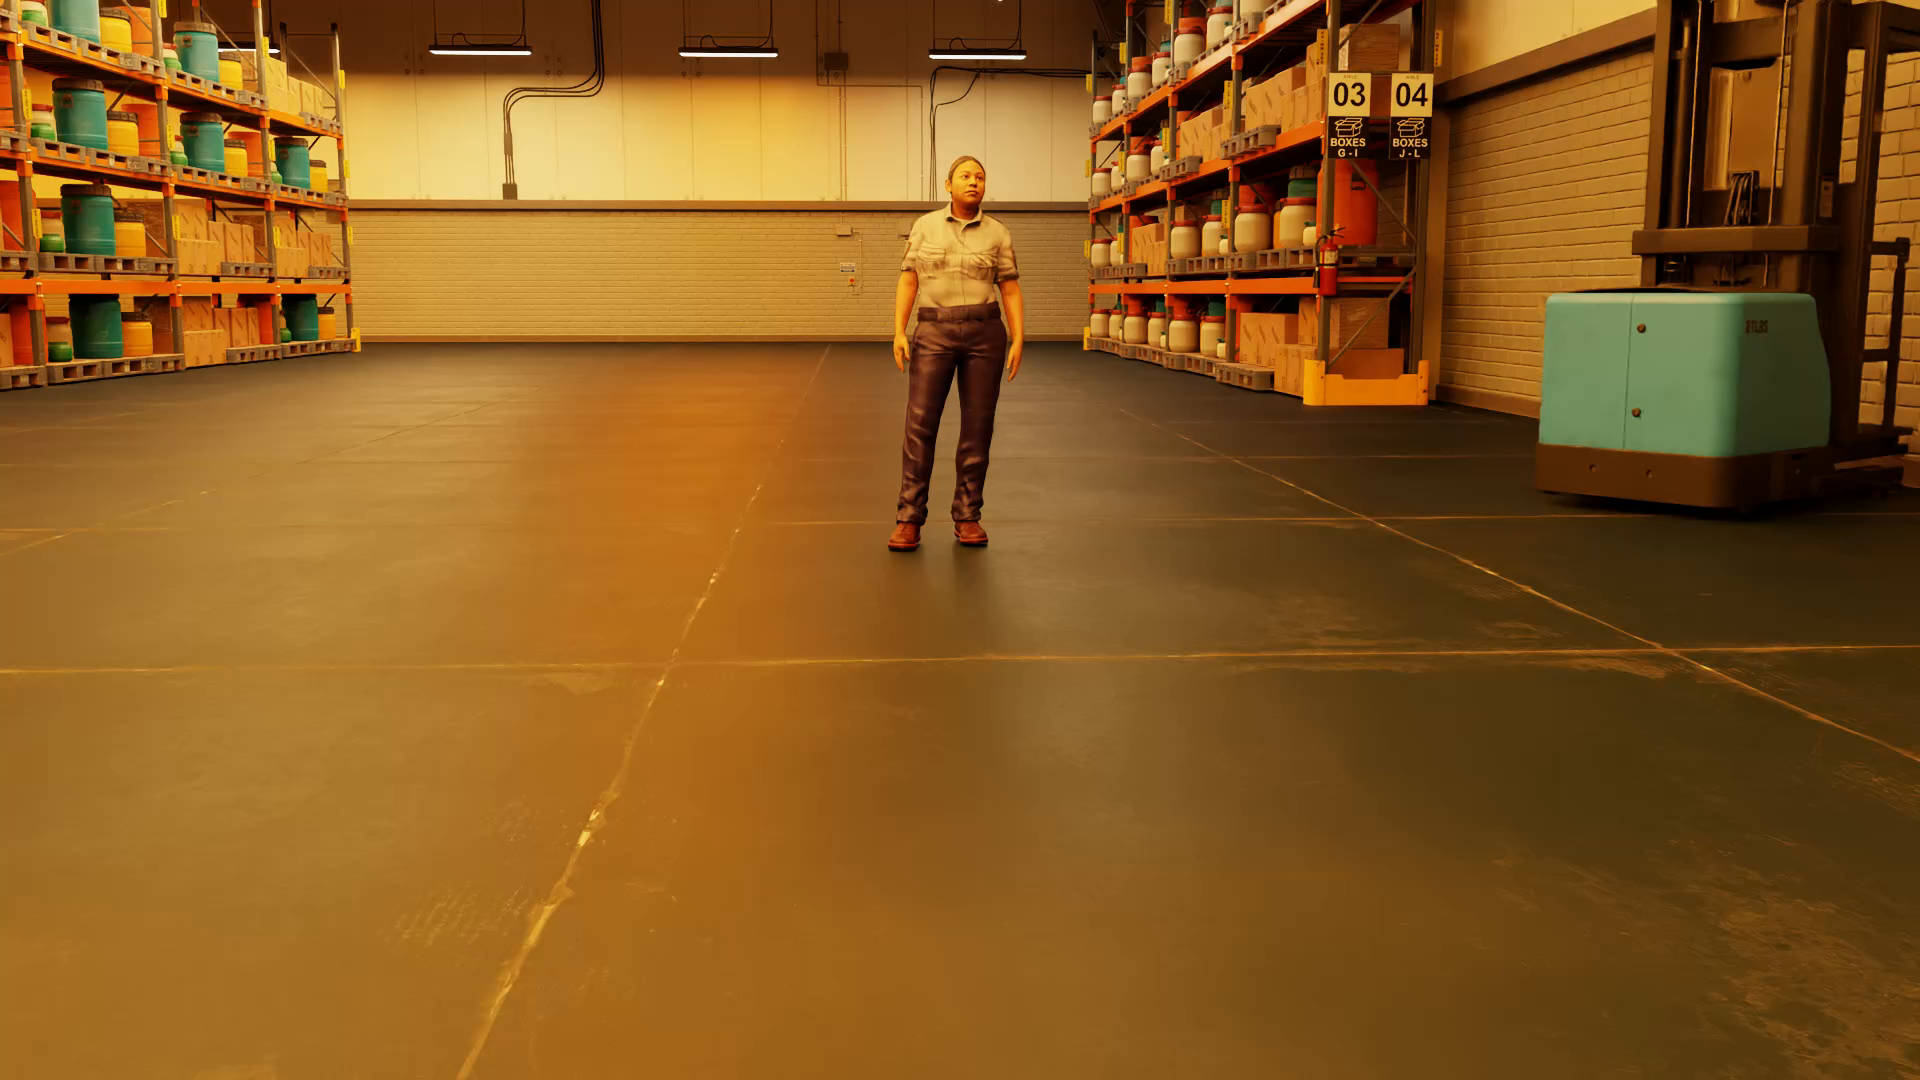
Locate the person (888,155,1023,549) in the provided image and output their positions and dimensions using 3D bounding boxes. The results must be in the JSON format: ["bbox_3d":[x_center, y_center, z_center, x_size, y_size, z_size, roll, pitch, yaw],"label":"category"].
[{"bbox_3d":[-0.018,-0.808,7.097,0.598,1.651,0.502,-1,8,-4],"label":"person"}]

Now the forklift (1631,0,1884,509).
[{"bbox_3d":[4.437,-1.721,8.922,3.031,2.935,1.121,-7,11,-38],"label":"forklift"}]
